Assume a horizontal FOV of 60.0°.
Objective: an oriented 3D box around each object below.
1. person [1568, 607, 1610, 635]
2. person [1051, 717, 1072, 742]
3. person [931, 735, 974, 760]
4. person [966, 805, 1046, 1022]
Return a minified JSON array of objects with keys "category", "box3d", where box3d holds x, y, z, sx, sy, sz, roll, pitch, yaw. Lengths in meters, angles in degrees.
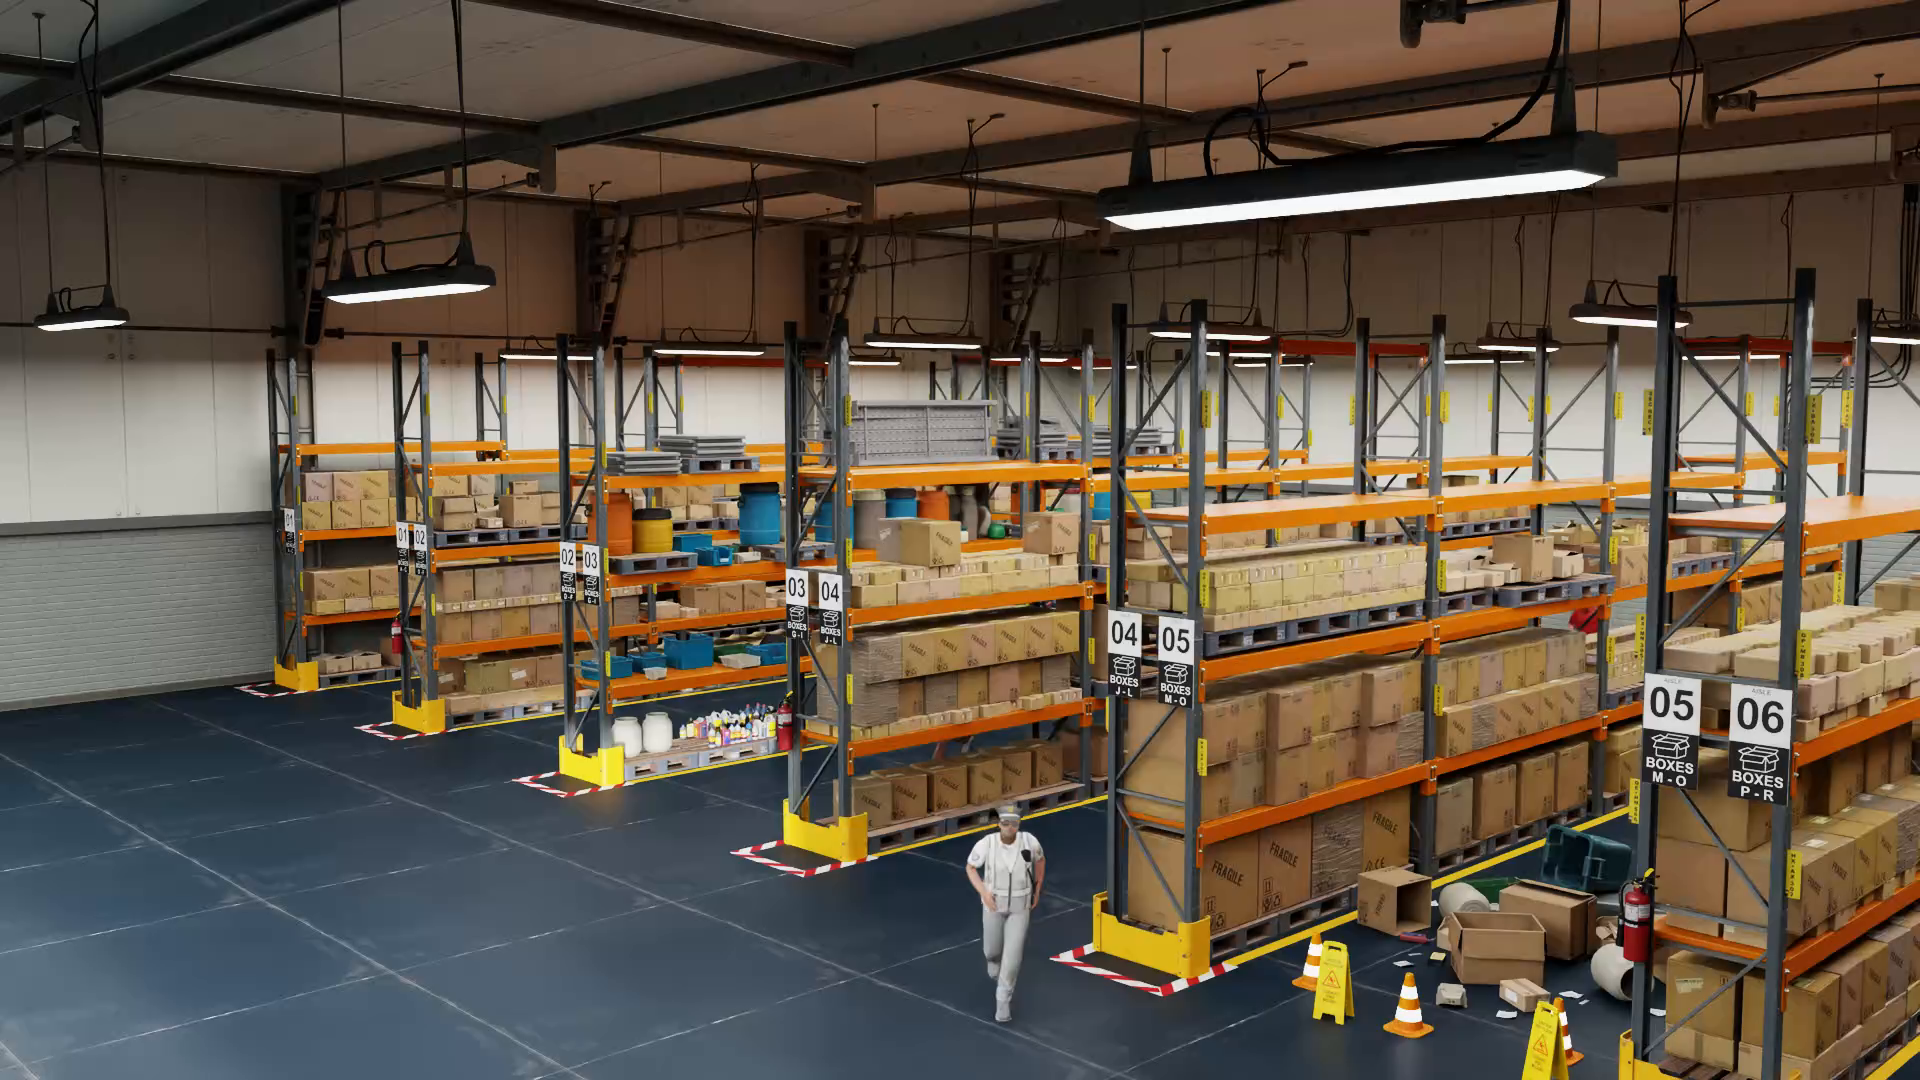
[{"category":"person","box3d":[10.964,1.809,29.104,0.673,1.689,0.531,3,6,34]},{"category":"person","box3d":[1.432,2.228,23.840,0.777,1.835,0.638,-5,7,-45]},{"category":"person","box3d":[-0.105,2.349,23.171,0.603,1.657,0.889,4,7,41]},{"category":"person","box3d":[0.395,3.083,14.122,0.688,1.773,0.881,0,5,-3]}]
